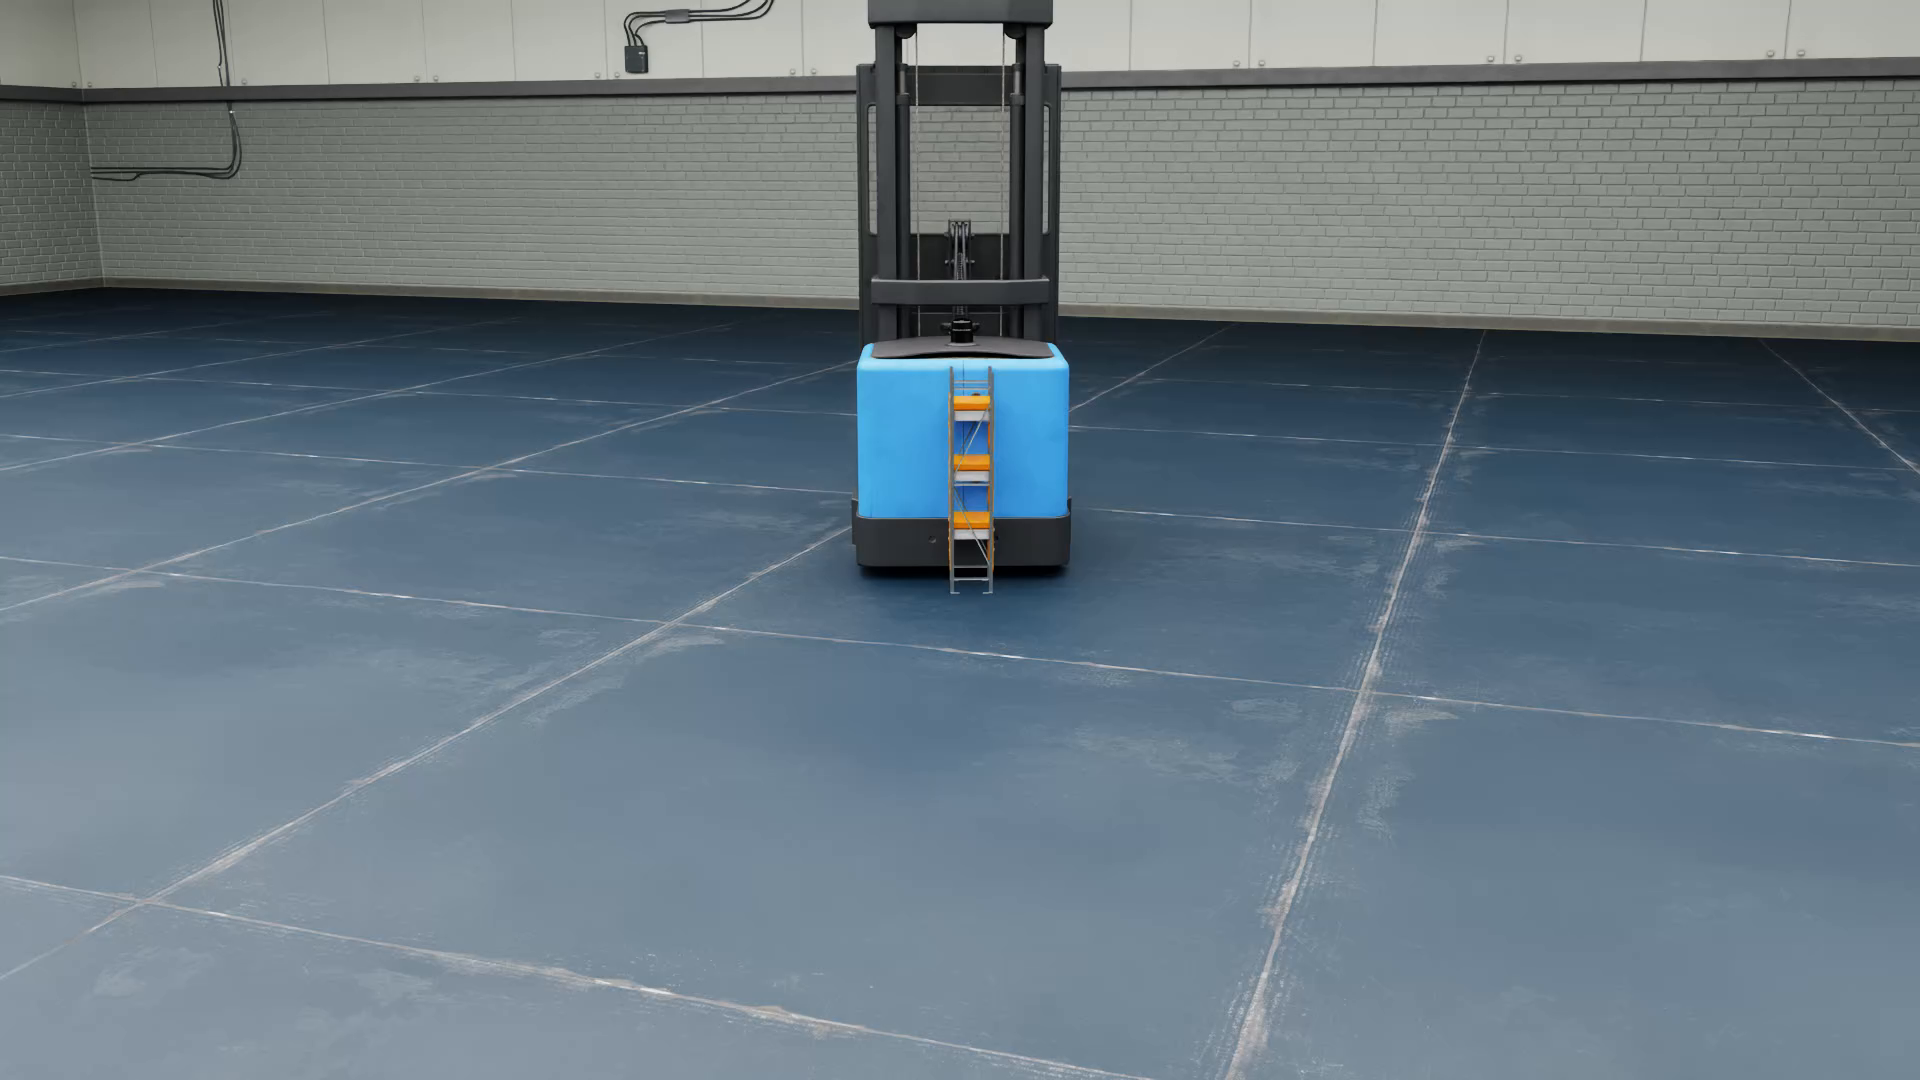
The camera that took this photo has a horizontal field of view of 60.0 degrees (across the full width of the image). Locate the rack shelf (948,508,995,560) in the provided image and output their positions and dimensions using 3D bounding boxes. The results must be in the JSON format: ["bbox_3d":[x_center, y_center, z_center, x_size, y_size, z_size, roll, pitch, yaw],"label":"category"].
[{"bbox_3d":[0.052,-0.003,7.939,0.215,0.259,0.240,0,13,-1],"label":"rack shelf"}]

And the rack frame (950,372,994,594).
[{"bbox_3d":[0.055,-0.257,7.756,0.200,1.050,0.008,0,13,-1],"label":"rack frame"}]

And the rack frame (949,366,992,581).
[{"bbox_3d":[0.050,-0.312,7.994,0.200,1.050,0.008,0,13,-1],"label":"rack frame"}]

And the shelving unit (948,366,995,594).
[{"bbox_3d":[0.052,-0.285,7.875,0.215,1.050,0.252,0,13,-1],"label":"shelving unit"}]

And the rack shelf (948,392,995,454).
[{"bbox_3d":[0.052,-0.551,7.814,0.215,0.259,0.240,0,13,-1],"label":"rack shelf"}]

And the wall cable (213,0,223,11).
[{"bbox_3d":[-9.971,-9.142,24.448,3.097,2.526,0.112,4,14,18],"label":"wall cable"}]

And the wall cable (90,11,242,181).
[{"bbox_3d":[-12.531,-6.875,25.864,3.097,2.526,0.112,4,14,18],"label":"wall cable"}]

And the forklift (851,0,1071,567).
[{"bbox_3d":[-0.012,-1.567,9.268,1.130,2.935,3.031,0,13,-1],"label":"forklift"}]

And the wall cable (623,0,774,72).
[{"bbox_3d":[-3.553,-9.360,22.131,2.305,6.003,0.169,4,14,18],"label":"wall cable"}]

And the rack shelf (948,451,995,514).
[{"bbox_3d":[0.052,-0.274,7.877,0.215,0.259,0.240,0,13,-1],"label":"rack shelf"}]
